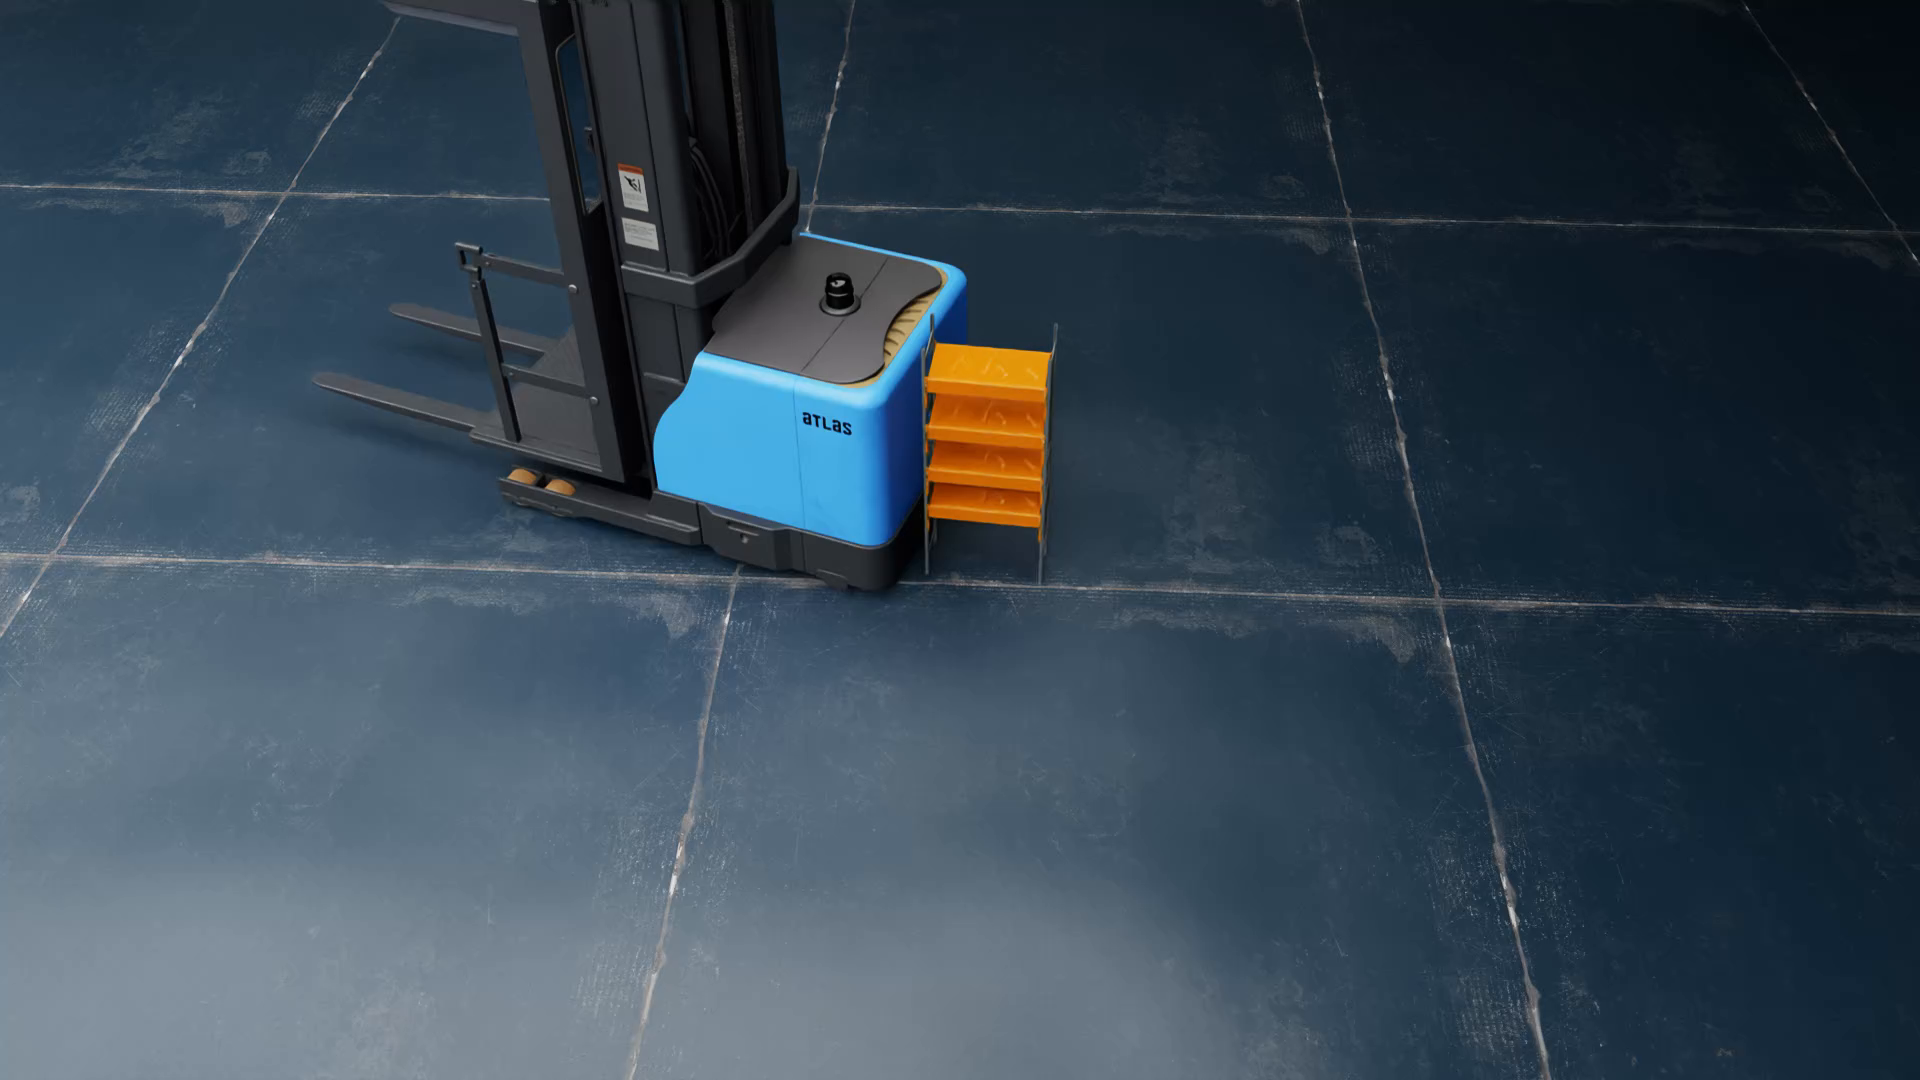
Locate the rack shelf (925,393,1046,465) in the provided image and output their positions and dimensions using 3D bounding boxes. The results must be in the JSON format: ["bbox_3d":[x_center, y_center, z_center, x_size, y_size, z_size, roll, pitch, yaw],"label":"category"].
[{"bbox_3d":[0.116,-0.463,6.722,0.480,0.148,0.258,6,43,6],"label":"rack shelf"}]

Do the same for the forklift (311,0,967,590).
[{"bbox_3d":[-1.525,-1.497,6.792,3.031,2.935,1.130,15,45,15],"label":"forklift"}]

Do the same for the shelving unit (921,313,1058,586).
[{"bbox_3d":[0.116,-0.348,6.829,0.503,1.200,0.258,6,43,6],"label":"shelving unit"}]

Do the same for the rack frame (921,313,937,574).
[{"bbox_3d":[-0.125,-0.372,6.854,0.015,1.200,0.240,6,43,6],"label":"rack frame"}]

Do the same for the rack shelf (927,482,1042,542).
[{"bbox_3d":[0.116,-0.154,7.010,0.480,0.148,0.258,6,43,6],"label":"rack shelf"}]

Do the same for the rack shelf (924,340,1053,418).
[{"bbox_3d":[0.116,-0.636,6.561,0.480,0.148,0.258,6,43,6],"label":"rack shelf"}]

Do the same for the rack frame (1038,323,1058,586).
[{"bbox_3d":[0.358,-0.324,6.803,0.015,1.200,0.240,6,43,6],"label":"rack frame"}]

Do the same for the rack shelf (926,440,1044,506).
[{"bbox_3d":[0.116,-0.299,6.875,0.480,0.148,0.258,6,43,6],"label":"rack shelf"}]
